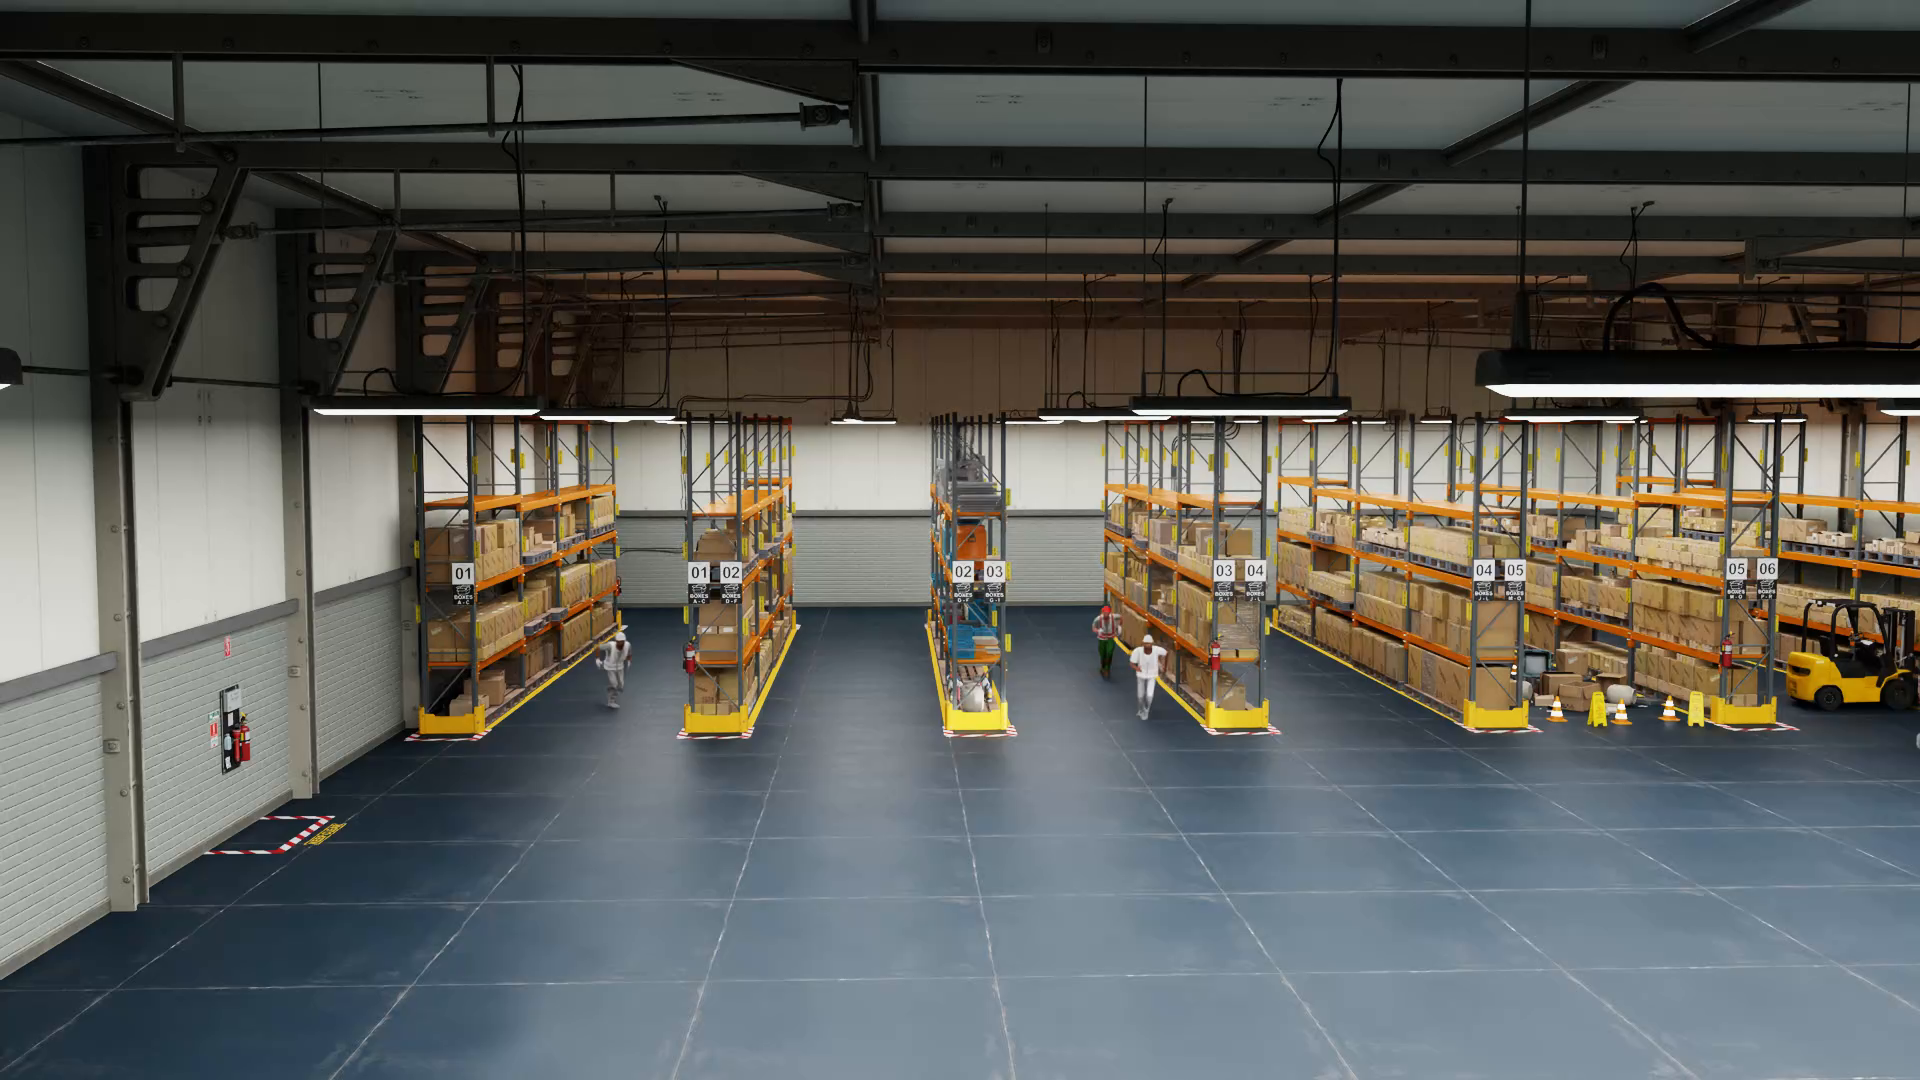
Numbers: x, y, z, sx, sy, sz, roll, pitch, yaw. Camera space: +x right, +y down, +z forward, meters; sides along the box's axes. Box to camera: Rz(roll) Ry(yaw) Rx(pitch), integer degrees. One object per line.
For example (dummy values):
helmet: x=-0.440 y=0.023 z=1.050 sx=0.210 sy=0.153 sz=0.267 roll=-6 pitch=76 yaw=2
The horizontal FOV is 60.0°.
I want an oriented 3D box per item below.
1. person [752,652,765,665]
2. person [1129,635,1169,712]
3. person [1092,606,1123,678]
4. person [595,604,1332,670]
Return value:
person: x=6.375 y=2.460 z=32.719 sx=20.067 sy=1.167 sz=13.363 roll=-1 pitch=4 yaw=-13
person: x=3.676 y=2.621 z=32.386 sx=0.749 sy=1.582 sz=0.824 roll=1 pitch=4 yaw=9
person: x=3.370 y=2.322 z=38.094 sx=0.704 sy=1.699 sz=0.978 roll=0 pitch=4 yaw=3
person: x=4.436 y=1.929 z=44.164 sx=31.507 sy=1.596 sz=8.281 roll=-3 pitch=5 yaw=-35
